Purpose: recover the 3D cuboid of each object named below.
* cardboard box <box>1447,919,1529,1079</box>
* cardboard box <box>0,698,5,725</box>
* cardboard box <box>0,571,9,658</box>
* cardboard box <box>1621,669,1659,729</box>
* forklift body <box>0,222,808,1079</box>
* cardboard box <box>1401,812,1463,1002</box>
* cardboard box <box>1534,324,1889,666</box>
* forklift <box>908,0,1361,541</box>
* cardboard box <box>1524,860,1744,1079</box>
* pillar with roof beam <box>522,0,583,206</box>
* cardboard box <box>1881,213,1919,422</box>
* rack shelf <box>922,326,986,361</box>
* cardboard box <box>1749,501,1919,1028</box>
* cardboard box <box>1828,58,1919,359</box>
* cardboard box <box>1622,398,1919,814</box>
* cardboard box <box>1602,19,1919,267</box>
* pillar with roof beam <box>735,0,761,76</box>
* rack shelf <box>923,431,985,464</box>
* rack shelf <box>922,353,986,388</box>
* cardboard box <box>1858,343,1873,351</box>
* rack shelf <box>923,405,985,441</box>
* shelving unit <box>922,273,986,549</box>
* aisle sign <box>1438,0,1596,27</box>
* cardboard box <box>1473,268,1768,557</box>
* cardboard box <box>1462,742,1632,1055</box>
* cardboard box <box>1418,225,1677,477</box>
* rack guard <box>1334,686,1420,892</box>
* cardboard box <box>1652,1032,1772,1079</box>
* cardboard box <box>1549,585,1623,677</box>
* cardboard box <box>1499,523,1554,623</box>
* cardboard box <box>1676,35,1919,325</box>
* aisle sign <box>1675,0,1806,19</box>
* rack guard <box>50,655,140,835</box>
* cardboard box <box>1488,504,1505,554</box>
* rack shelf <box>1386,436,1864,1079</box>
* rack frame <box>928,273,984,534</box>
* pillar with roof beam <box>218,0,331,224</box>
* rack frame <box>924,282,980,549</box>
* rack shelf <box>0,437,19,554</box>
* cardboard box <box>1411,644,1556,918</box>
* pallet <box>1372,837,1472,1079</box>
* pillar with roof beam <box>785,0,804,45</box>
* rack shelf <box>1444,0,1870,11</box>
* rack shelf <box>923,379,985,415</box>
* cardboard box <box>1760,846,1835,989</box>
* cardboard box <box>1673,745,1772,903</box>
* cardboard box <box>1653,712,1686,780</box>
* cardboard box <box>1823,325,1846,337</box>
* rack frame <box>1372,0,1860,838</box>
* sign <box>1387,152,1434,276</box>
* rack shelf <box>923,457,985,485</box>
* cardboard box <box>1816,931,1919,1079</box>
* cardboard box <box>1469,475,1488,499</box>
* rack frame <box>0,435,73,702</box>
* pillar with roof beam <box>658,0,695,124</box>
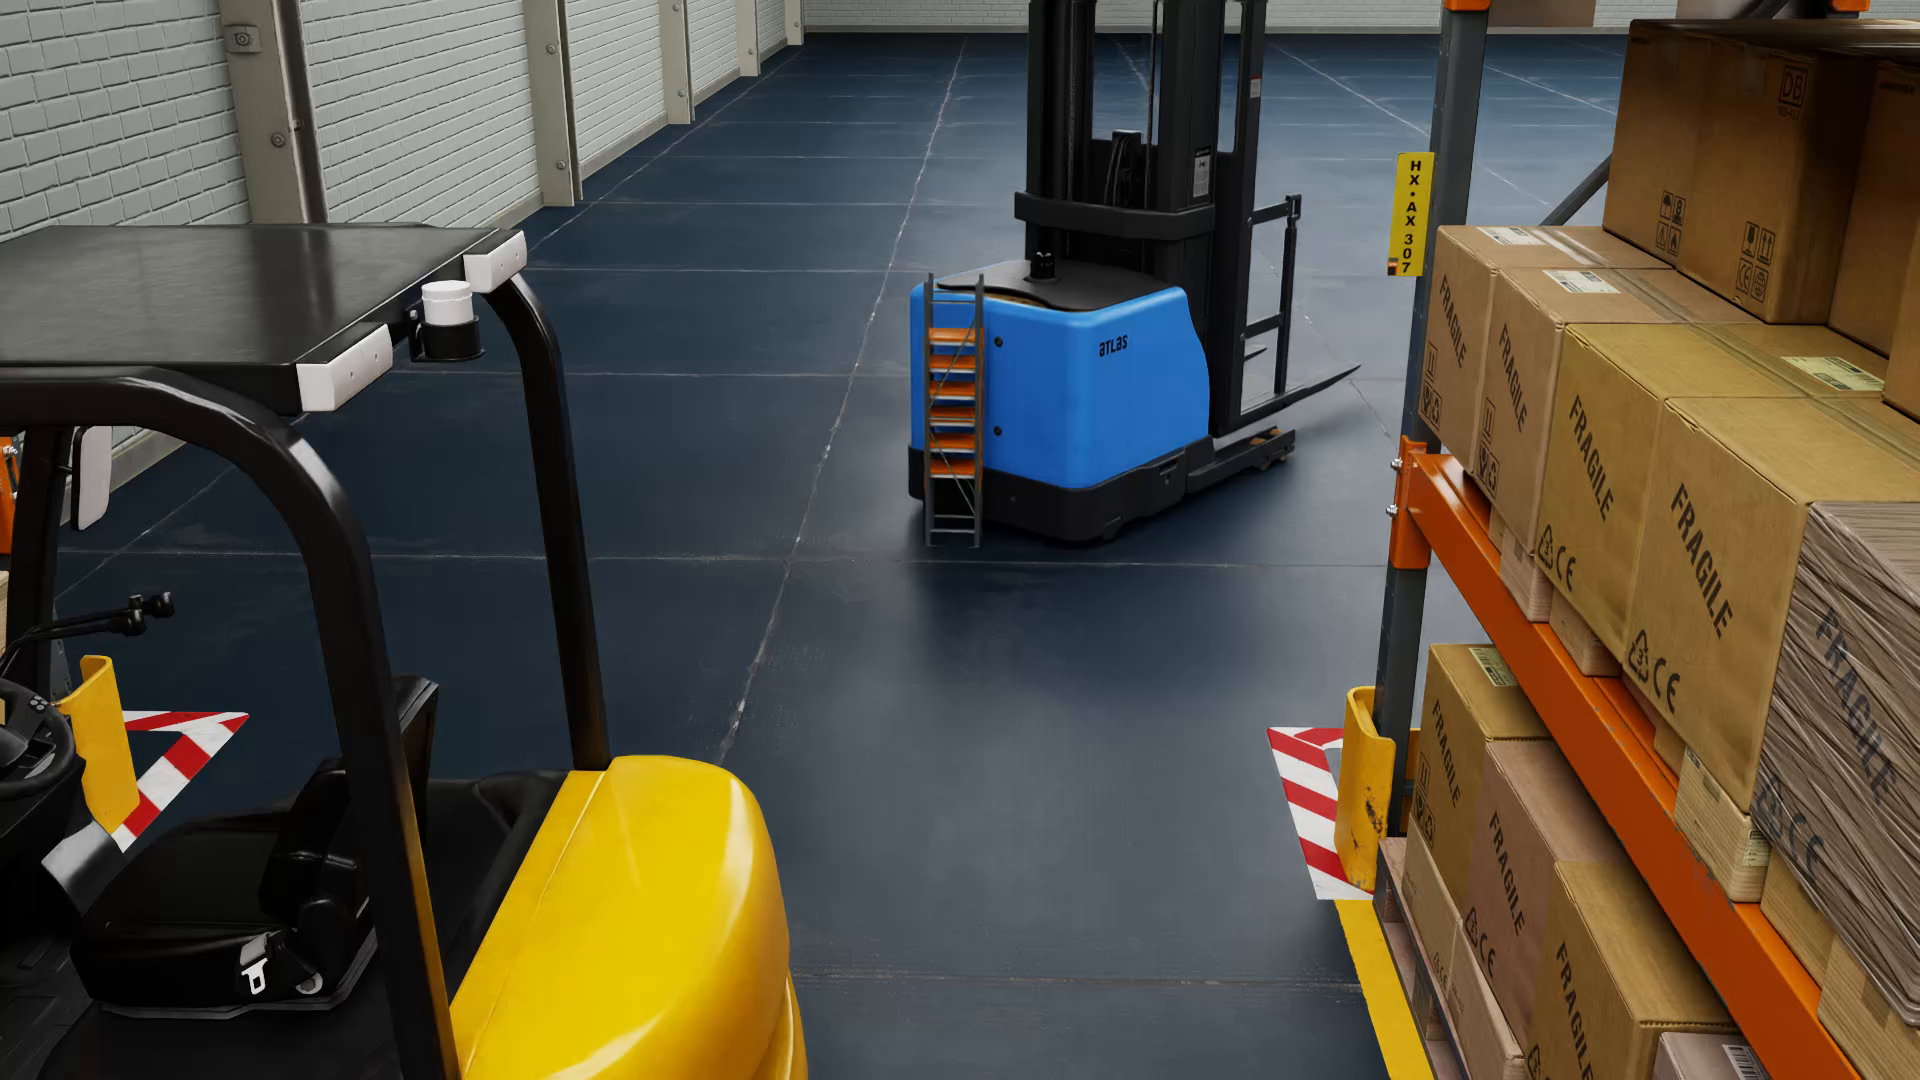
[{"bbox_3d":[1.414,1.108,3.747,0.500,0.250,0.500,1,21,4],"label":"cardboard box"},{"bbox_3d":[-2.925,0.528,4.551,0.500,0.250,0.500,0,21,1],"label":"cardboard box"},{"bbox_3d":[-2.925,0.285,4.485,0.500,0.250,0.500,1,21,3],"label":"cardboard box"},{"bbox_3d":[1.463,0.254,3.074,0.380,0.149,0.250,1,21,3],"label":"cardboard box"},{"bbox_3d":[-1.457,0.597,3.017,2.313,2.155,1.214,1,21,2],"label":"forklift body"},{"bbox_3d":[1.437,0.924,4.223,0.500,0.250,0.500,0,21,1],"label":"cardboard box"},{"bbox_3d":[1.420,-0.097,3.082,0.500,0.500,0.500,0,21,1],"label":"cardboard box"},{"bbox_3d":[1.078,-1.821,8.170,1.130,2.935,3.031,17,27,36],"label":"forklift"},{"bbox_3d":[1.402,0.953,3.110,0.500,0.500,0.500,1,21,3],"label":"cardboard box"},{"bbox_3d":[0.523,-7.351,14.034,9.100,9.000,0.400,1,21,2],"label":"pillar with roof beam"},{"bbox_3d":[1.852,-0.368,2.399,0.700,0.500,0.500,1,21,1],"label":"cardboard box"},{"bbox_3d":[-0.025,-0.852,7.193,0.258,0.103,0.180,2,21,5],"label":"rack shelf"},{"bbox_3d":[1.402,0.273,2.130,0.500,0.500,0.500,1,21,3],"label":"cardboard box"},{"bbox_3d":[2.006,-0.547,2.860,0.700,0.500,0.500,0,21,1],"label":"cardboard box"},{"bbox_3d":[1.413,0.087,2.608,0.500,0.500,0.500,0,21,1],"label":"cardboard box"},{"bbox_3d":[1.941,-0.915,3.810,0.700,0.500,0.500,0,21,0],"label":"cardboard box"},{"bbox_3d":[0.888,-11.690,25.216,9.100,9.000,0.400,1,21,2],"label":"pillar with roof beam"},{"bbox_3d":[-0.025,-0.404,7.367,0.258,0.103,0.180,2,21,5],"label":"rack shelf"},{"bbox_3d":[-0.025,-0.740,7.237,0.258,0.103,0.180,2,21,5],"label":"rack shelf"},{"bbox_3d":[1.959,-0.075,3.027,0.500,0.500,0.500,1,21,1],"label":"cardboard box"},{"bbox_3d":[-0.025,-0.516,7.323,0.258,0.103,0.180,2,21,5],"label":"rack shelf"},{"bbox_3d":[-0.025,-0.558,7.307,0.258,1.200,0.189,2,21,5],"label":"shelving unit"},{"bbox_3d":[1.430,-1.689,4.141,0.394,0.787,0.004,1,21,2],"label":"aisle sign"},{"bbox_3d":[1.434,-0.281,3.557,0.500,0.500,0.500,1,21,3],"label":"cardboard box"},{"bbox_3d":[1.426,0.772,3.577,0.500,0.500,0.500,0,21,0],"label":"cardboard box"},{"bbox_3d":[1.447,-0.468,4.040,0.500,0.500,0.500,0,21,1],"label":"cardboard box"},{"bbox_3d":[1.736,0.742,4.926,1.175,0.500,0.348,1,21,2],"label":"rack guard"},{"bbox_3d":[1.395,1.146,2.612,0.500,0.500,0.500,2,21,4],"label":"cardboard box"},{"bbox_3d":[1.411,0.158,3.322,0.380,0.149,0.250,1,21,3],"label":"cardboard box"},{"bbox_3d":[1.385,0.064,3.564,0.380,0.149,0.250,1,21,2],"label":"cardboard box"},{"bbox_3d":[1.918,-0.733,3.339,0.700,0.500,0.500,1,21,2],"label":"cardboard box"},{"bbox_3d":[2.030,-1.682,4.124,0.394,0.787,0.004,1,21,2],"label":"aisle sign"},{"bbox_3d":[-3.222,0.652,5.157,1.175,0.500,0.348,1,21,2],"label":"rack guard"},{"bbox_3d":[1.439,-0.027,3.799,0.380,0.149,0.250,0,21,0],"label":"cardboard box"},{"bbox_3d":[1.678,0.607,2.811,1.077,0.370,4.000,1,21,2],"label":"rack shelf"},{"bbox_3d":[-0.016,-0.591,7.392,0.240,1.200,0.006,2,21,5],"label":"rack frame"},{"bbox_3d":[0.340,-5.181,8.443,9.100,9.000,0.400,1,21,2],"label":"pillar with roof beam"},{"bbox_3d":[-0.034,-0.525,7.222,0.240,1.200,0.006,2,21,5],"label":"rack frame"},{"bbox_3d":[-3.284,0.554,2.949,1.077,0.370,4.000,1,21,2],"label":"rack shelf"},{"bbox_3d":[1.437,0.583,4.065,0.500,0.500,0.500,0,21,0],"label":"cardboard box"},{"bbox_3d":[1.676,1.170,4.222,1.003,0.211,1.213,1,21,2],"label":"pallet"},{"bbox_3d":[1.070,-13.859,30.807,9.100,9.000,0.400,1,21,2],"label":"pillar with roof beam"},{"bbox_3d":[1.678,-0.791,2.269,1.077,0.370,4.000,1,21,2],"label":"rack shelf"},{"bbox_3d":[-0.025,-0.628,7.280,0.258,0.103,0.180,2,21,5],"label":"rack shelf"},{"bbox_3d":[1.387,0.533,2.356,0.380,0.149,0.250,0,21,1],"label":"cardboard box"},{"bbox_3d":[1.359,0.440,2.596,0.380,0.149,0.250,1,21,2],"label":"cardboard box"},{"bbox_3d":[1.425,0.349,2.829,0.380,0.149,0.250,0,21,0],"label":"cardboard box"},{"bbox_3d":[1.977,-0.256,3.493,0.500,0.500,0.500,1,21,2],"label":"cardboard box"},{"bbox_3d":[1.738,-0.451,4.545,1.000,3.000,0.127,1,21,2],"label":"rack frame"},{"bbox_3d":[1.196,-0.861,4.404,0.100,0.325,0.005,1,21,2],"label":"sign"},{"bbox_3d":[-0.025,-0.292,7.410,0.258,0.103,0.180,2,21,5],"label":"rack shelf"},{"bbox_3d":[1.350,0.625,2.118,0.380,0.149,0.250,0,21,1],"label":"cardboard box"},{"bbox_3d":[1.521,-0.213,4.280,0.380,0.149,0.250,1,21,2],"label":"cardboard box"},{"bbox_3d":[-3.223,-0.504,4.682,1.000,3.000,0.127,1,21,2],"label":"rack frame"},{"bbox_3d":[0.705,-9.520,19.625,9.100,9.000,0.400,1,21,2],"label":"pillar with roof beam"}]
